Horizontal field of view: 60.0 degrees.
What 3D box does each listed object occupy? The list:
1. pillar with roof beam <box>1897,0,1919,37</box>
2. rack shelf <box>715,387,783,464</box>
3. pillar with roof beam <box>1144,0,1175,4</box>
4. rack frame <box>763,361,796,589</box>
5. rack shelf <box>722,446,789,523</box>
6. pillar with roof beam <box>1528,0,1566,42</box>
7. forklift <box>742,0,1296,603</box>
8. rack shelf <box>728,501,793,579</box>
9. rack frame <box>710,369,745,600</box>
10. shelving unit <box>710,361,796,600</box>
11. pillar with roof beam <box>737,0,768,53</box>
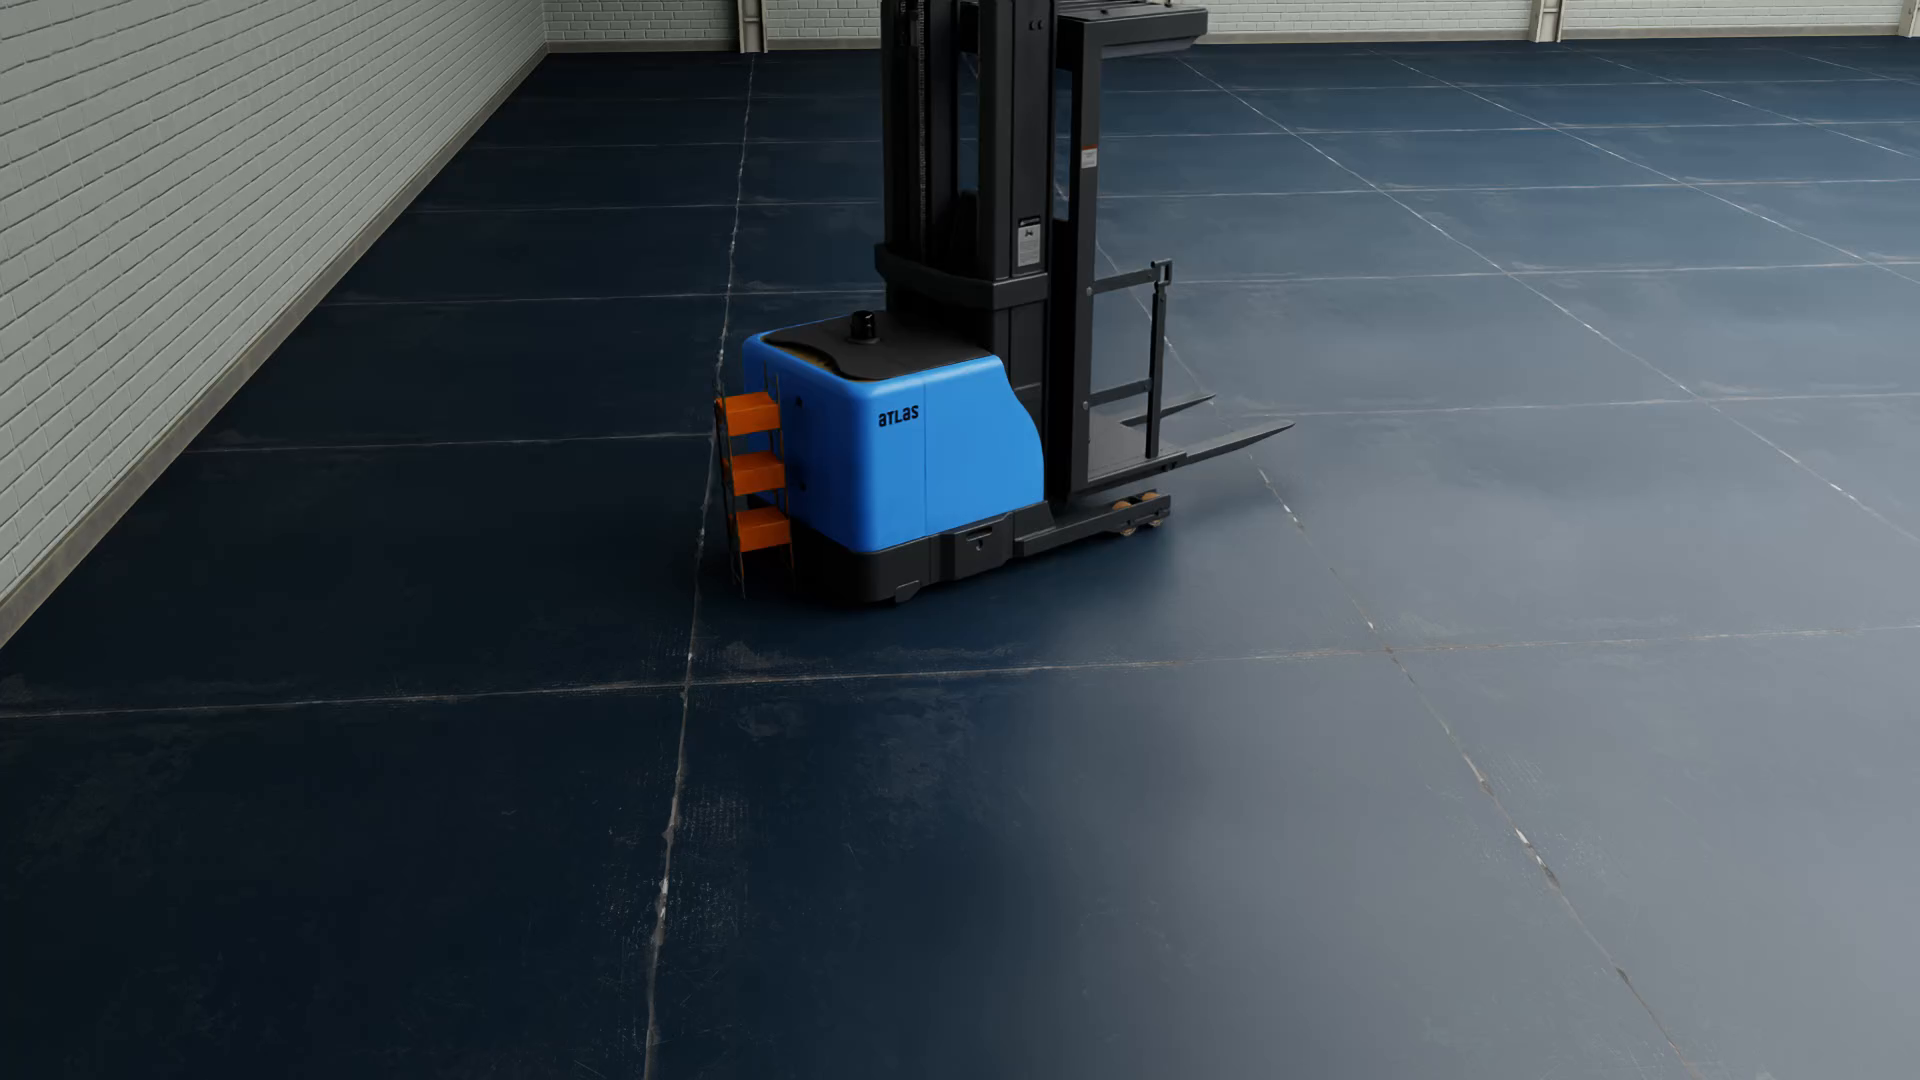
[{"bbox_3d":[15.319,-10.245,20.220,0.400,9.000,9.100,-2,24,-5],"label":"pillar with roof beam"},{"bbox_3d":[-0.943,-0.512,7.425,0.240,0.259,0.215,-12,26,-19],"label":"rack shelf"},{"bbox_3d":[3.377,-9.766,19.143,0.400,9.000,9.100,-2,24,-5],"label":"pillar with roof beam"},{"bbox_3d":[-0.820,-0.287,7.579,0.008,1.050,0.200,-12,26,-19],"label":"rack frame"},{"bbox_3d":[-0.932,-0.254,7.543,0.240,0.259,0.215,-12,26,-19],"label":"rack shelf"},{"bbox_3d":[9.348,-10.006,19.682,0.400,9.000,9.100,-2,24,-5],"label":"pillar with roof beam"},{"bbox_3d":[0.446,-1.517,8.055,3.031,2.935,1.130,-17,29,-34],"label":"forklift"},{"bbox_3d":[-0.922,-0.002,7.659,0.240,0.259,0.215,-12,26,-19],"label":"rack shelf"},{"bbox_3d":[-1.046,-0.241,7.499,0.008,1.050,0.200,-12,26,-19],"label":"rack frame"},{"bbox_3d":[-0.933,-0.264,7.539,0.252,1.050,0.215,-12,26,-19],"label":"shelving unit"},{"bbox_3d":[-2.594,-9.526,18.604,0.400,9.000,9.100,-2,24,-5],"label":"pillar with roof beam"}]
